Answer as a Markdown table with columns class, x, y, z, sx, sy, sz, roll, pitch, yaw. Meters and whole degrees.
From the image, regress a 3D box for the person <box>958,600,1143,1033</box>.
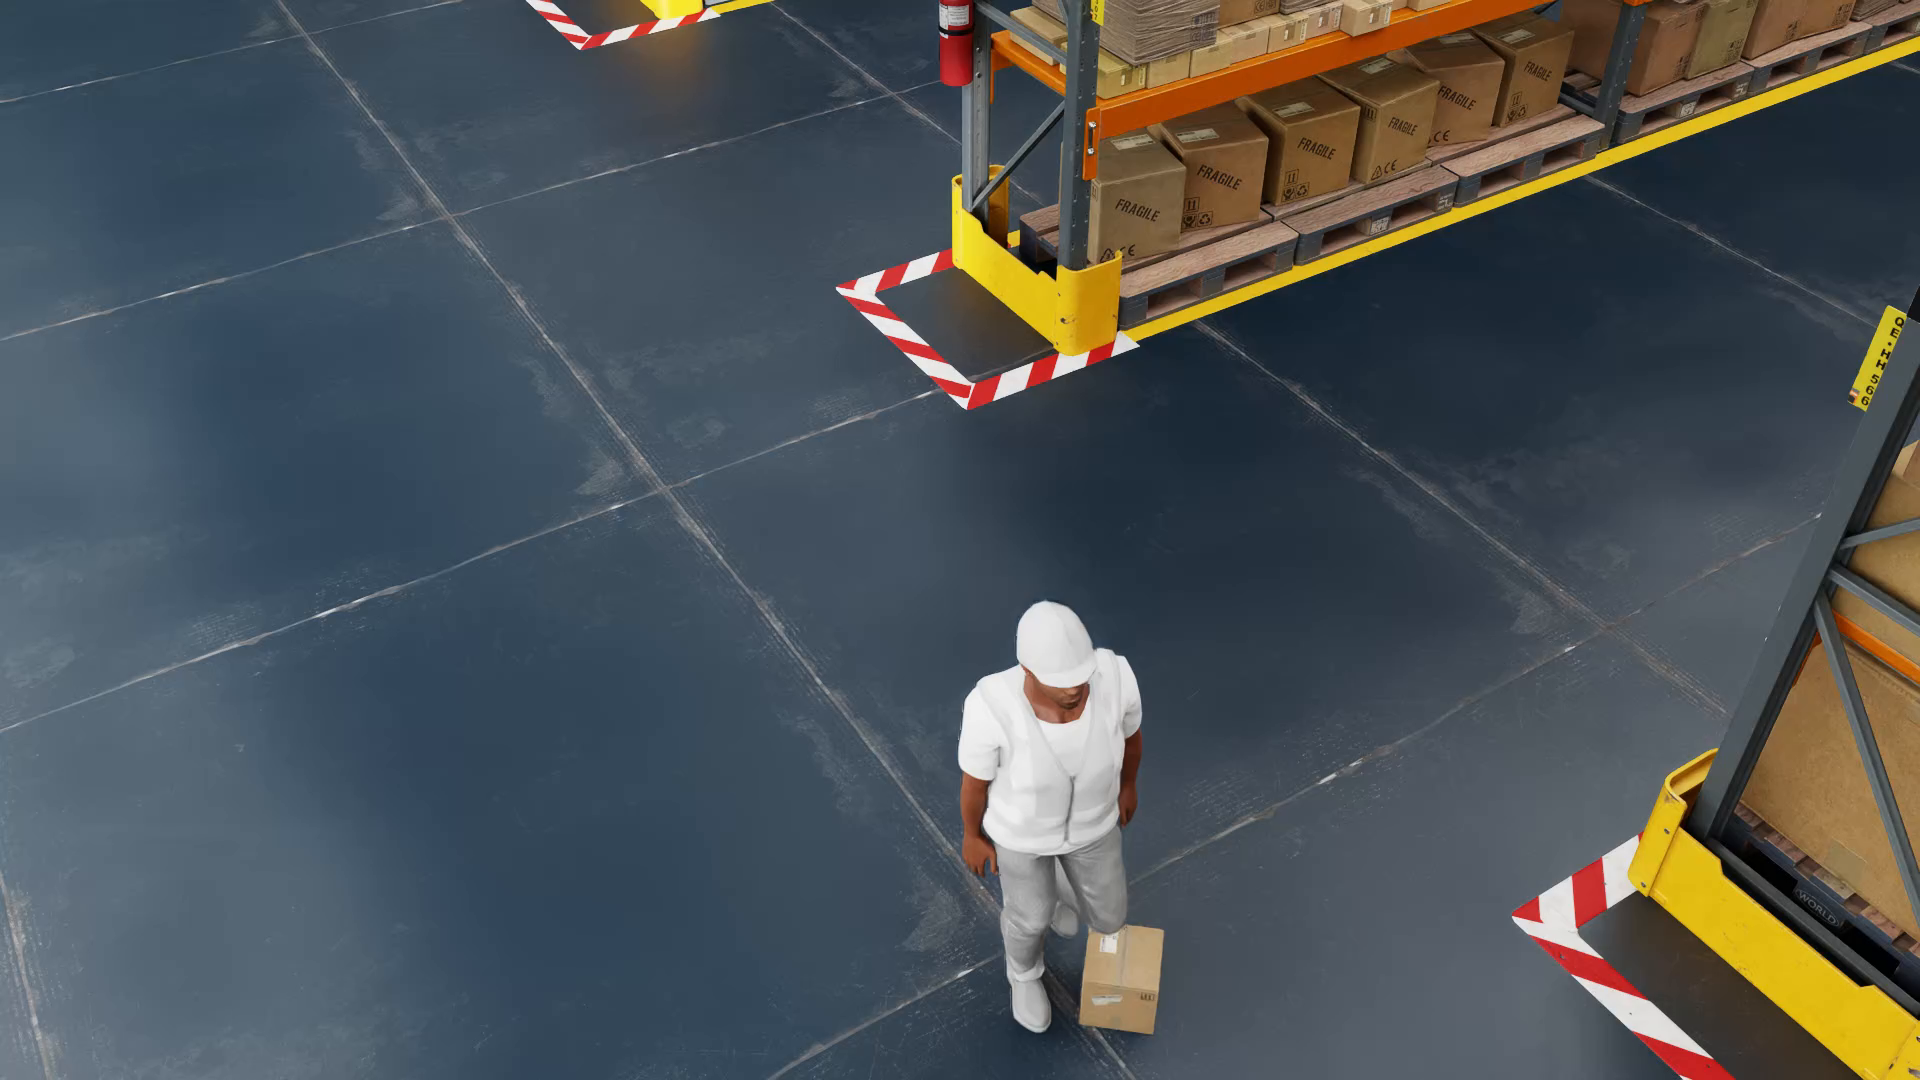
| class | x | y | z | sx | sy | sz | roll | pitch | yaw |
| --- | --- | --- | --- | --- | --- | --- | --- | --- | --- |
| person | 0.277 | 0.811 | 5.158 | 0.596 | 1.756 | 0.528 | -11 | 42 | -12 |
